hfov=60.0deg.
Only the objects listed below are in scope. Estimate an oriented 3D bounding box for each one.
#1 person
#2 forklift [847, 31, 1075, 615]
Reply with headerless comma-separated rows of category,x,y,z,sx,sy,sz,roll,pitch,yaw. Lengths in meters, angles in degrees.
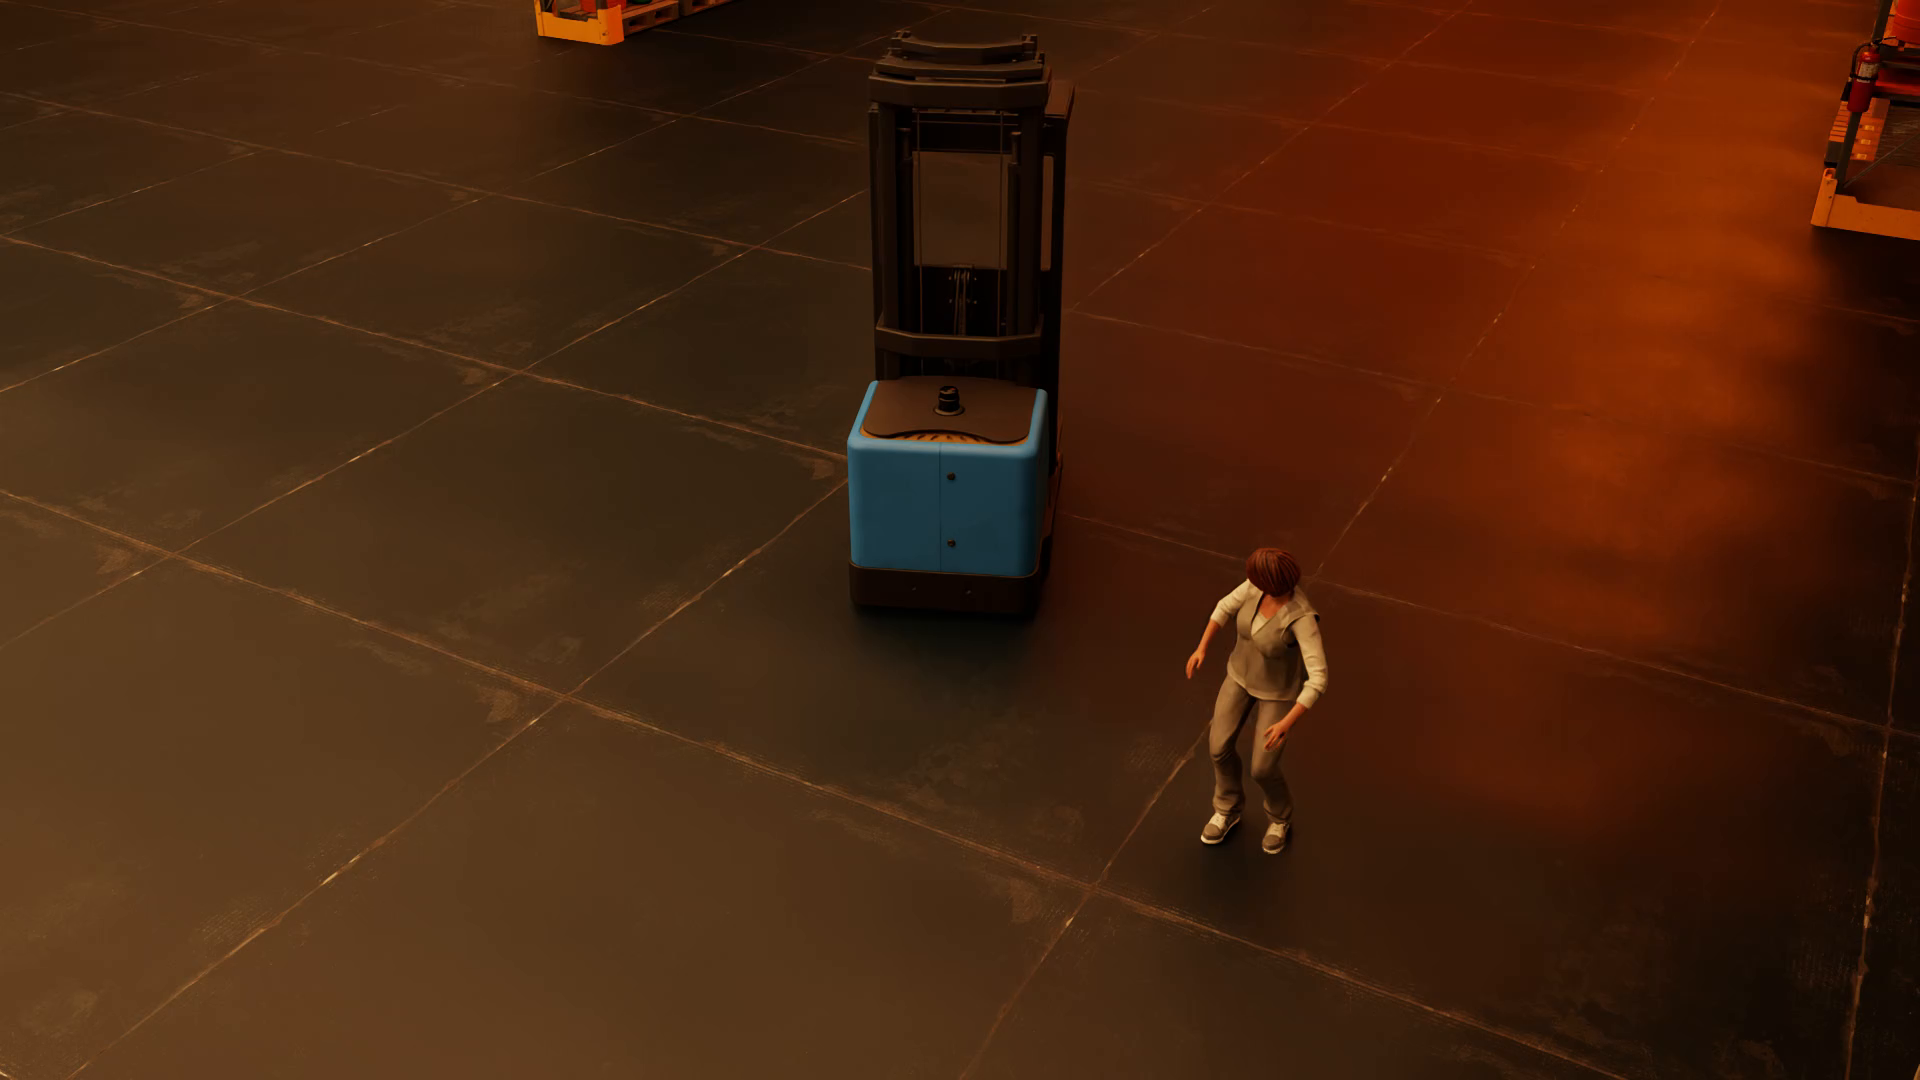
person,1.302,0.705,7.284,0.538,1.547,0.660,-26,39,-37
forklift,0.072,-1.572,9.794,1.130,2.935,3.031,3,30,6
